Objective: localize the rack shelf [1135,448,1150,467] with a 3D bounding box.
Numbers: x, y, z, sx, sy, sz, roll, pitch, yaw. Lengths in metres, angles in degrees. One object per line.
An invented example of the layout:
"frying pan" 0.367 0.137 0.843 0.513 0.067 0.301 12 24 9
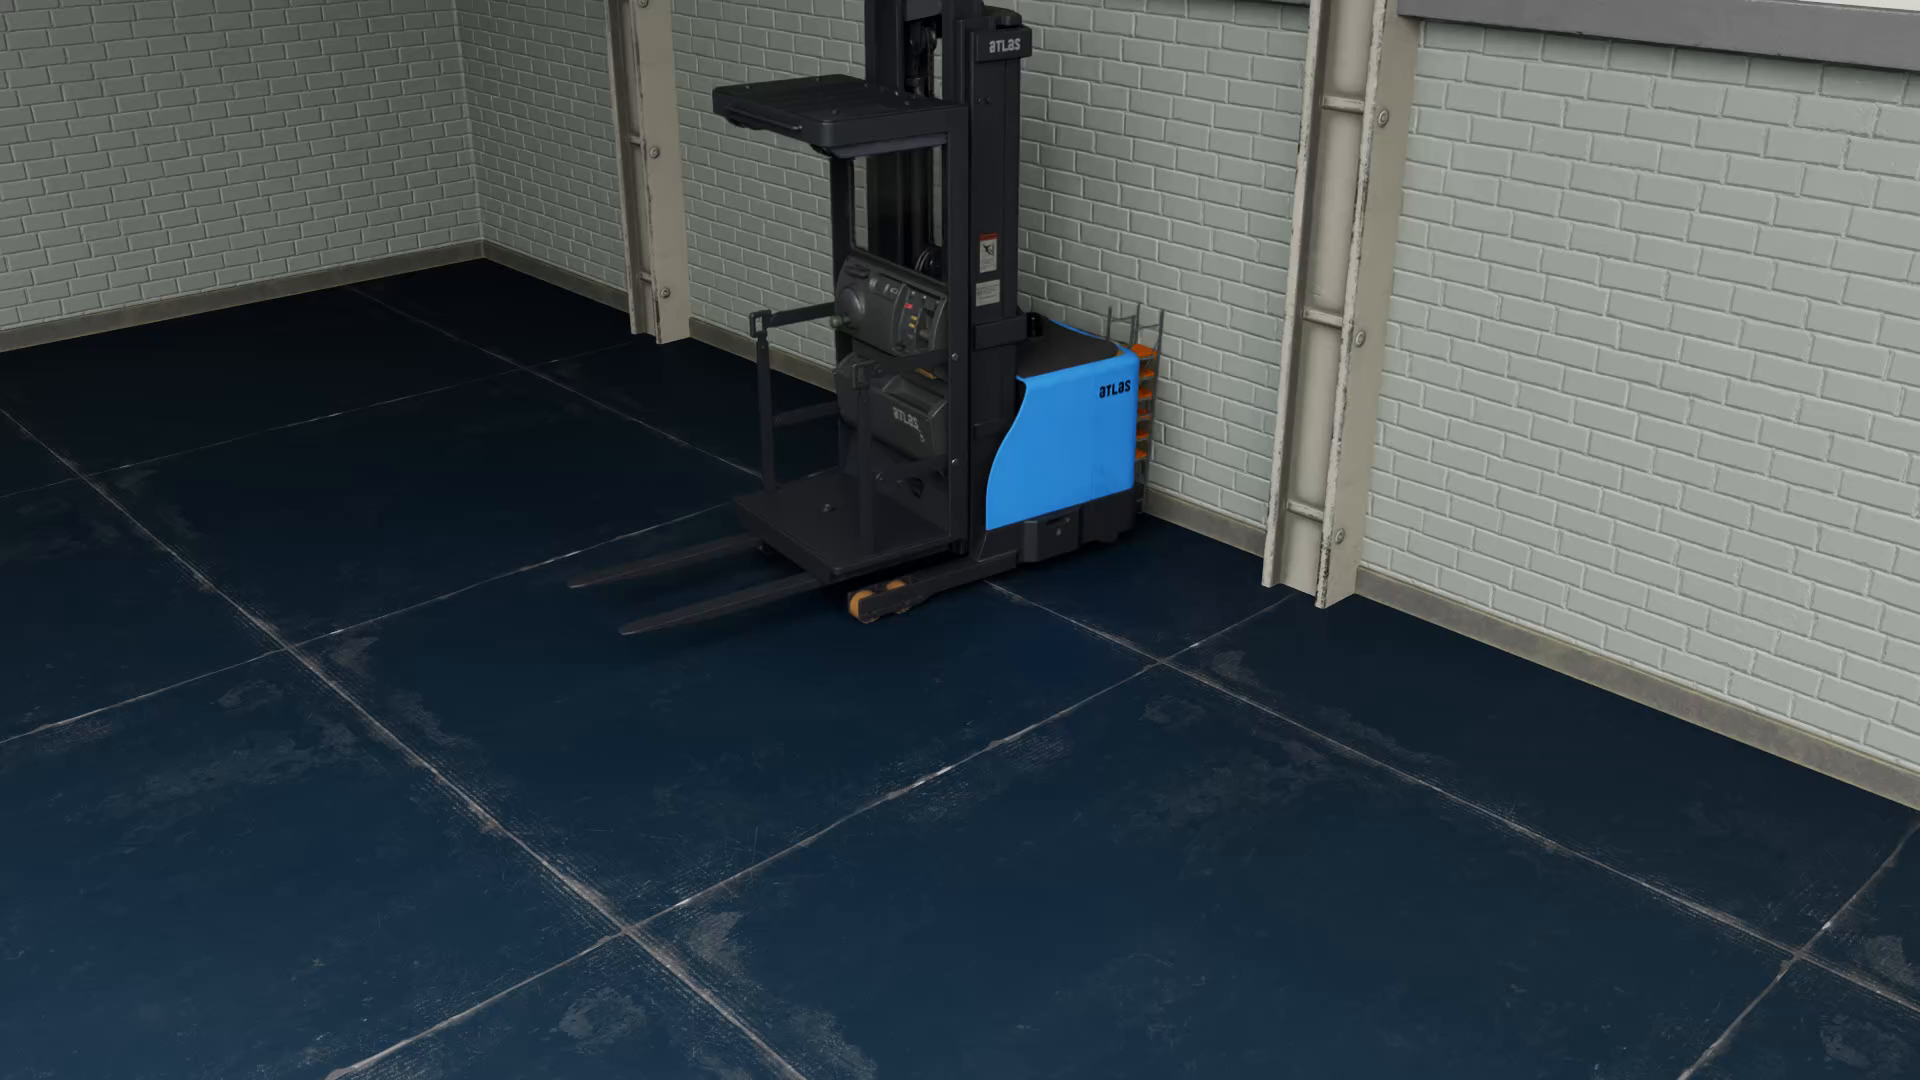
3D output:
"rack shelf" 0.922 -0.456 9.433 0.258 0.103 0.180 -15 30 -36

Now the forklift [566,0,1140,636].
"forklift" -0.524 -1.164 8.270 3.031 2.935 1.130 -16 29 -32

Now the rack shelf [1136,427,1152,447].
"rack shelf" 0.928 -0.566 9.385 0.258 0.103 0.180 -15 30 -36

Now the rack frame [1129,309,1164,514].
"rack frame" 0.993 -0.685 9.255 0.240 1.200 0.006 -15 30 -36

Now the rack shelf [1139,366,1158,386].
"rack shelf" 0.945 -0.895 9.241 0.258 0.103 0.180 -15 30 -36

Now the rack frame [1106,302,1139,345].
"rack frame" 0.879 -0.747 9.384 0.240 1.200 0.006 -15 30 -36

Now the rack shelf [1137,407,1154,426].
"rack shelf" 0.934 -0.675 9.337 0.258 0.103 0.180 -15 30 -36

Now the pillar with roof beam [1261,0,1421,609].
"pillar with roof beam" -1.314 -2.624 4.161 9.100 9.000 0.400 -21 32 -38

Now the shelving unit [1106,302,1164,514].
"shelving unit" 0.936 -0.716 9.319 0.258 1.200 0.189 -15 30 -36

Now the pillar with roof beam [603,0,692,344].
"pillar with roof beam" -5.415 -4.442 8.145 9.100 9.000 0.400 -21 32 -38

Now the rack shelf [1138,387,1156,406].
"rack shelf" 0.939 -0.785 9.289 0.258 0.103 0.180 -15 30 -36

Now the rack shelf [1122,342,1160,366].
"rack shelf" 0.951 -1.005 9.193 0.258 0.103 0.180 -15 30 -36
